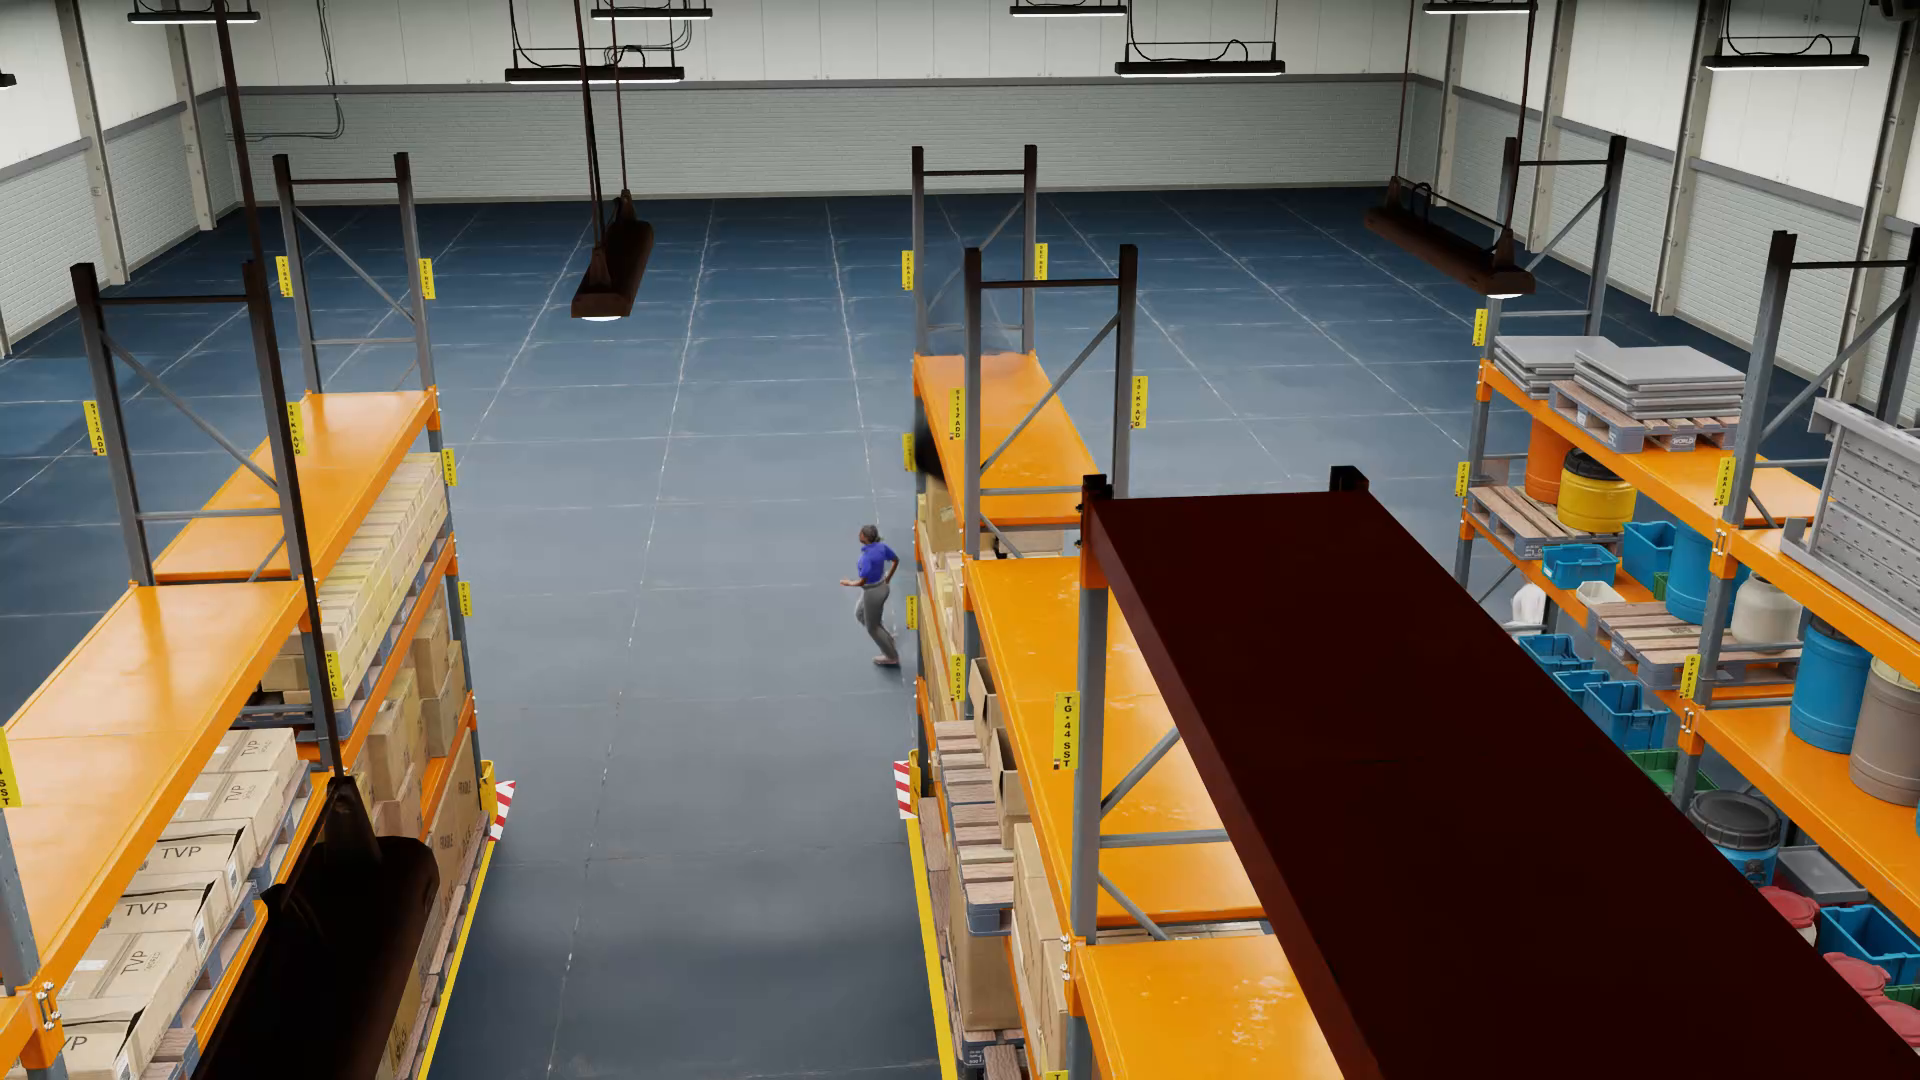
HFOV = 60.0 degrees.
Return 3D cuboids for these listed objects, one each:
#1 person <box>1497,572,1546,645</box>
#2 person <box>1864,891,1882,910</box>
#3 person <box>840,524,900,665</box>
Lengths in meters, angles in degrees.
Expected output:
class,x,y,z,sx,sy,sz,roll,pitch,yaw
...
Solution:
class,x,y,z,sx,sy,sz,roll,pitch,yaw
person,5.684,1.022,16.718,0.624,1.750,0.705,13,25,31
person,7.575,2.249,13.638,0.713,1.730,0.627,-5,22,-12
person,-0.972,0.566,18.008,0.651,1.605,0.557,7,23,17
